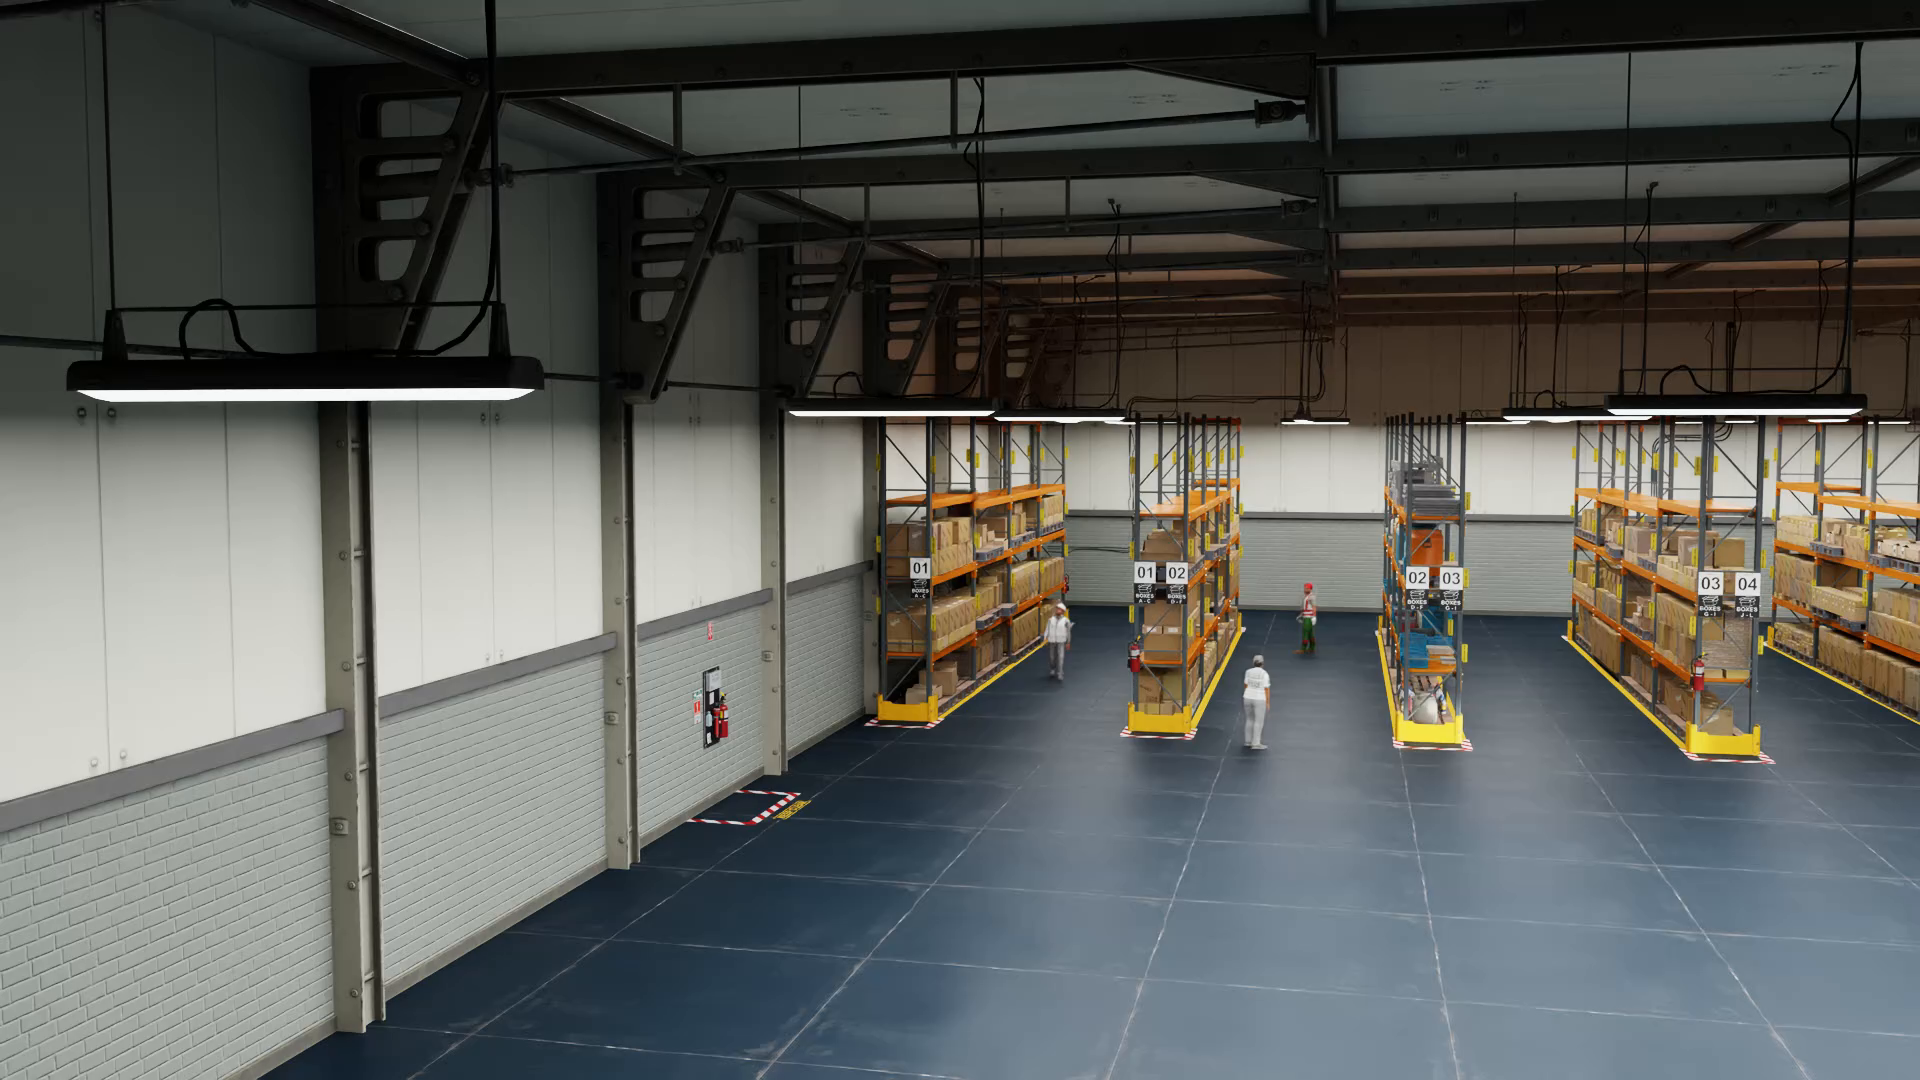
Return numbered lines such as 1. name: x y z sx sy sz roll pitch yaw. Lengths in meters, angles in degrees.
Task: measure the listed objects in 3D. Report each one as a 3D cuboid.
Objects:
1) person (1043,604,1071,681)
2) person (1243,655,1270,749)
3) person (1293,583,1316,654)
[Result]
1. person: 2.204 2.313 37.807 0.629 1.713 1.006 0 4 5
2. person: 5.311 2.890 29.653 0.499 1.685 0.454 4 5 44
3. person: 8.726 1.972 42.207 0.624 1.781 0.566 0 4 -3
